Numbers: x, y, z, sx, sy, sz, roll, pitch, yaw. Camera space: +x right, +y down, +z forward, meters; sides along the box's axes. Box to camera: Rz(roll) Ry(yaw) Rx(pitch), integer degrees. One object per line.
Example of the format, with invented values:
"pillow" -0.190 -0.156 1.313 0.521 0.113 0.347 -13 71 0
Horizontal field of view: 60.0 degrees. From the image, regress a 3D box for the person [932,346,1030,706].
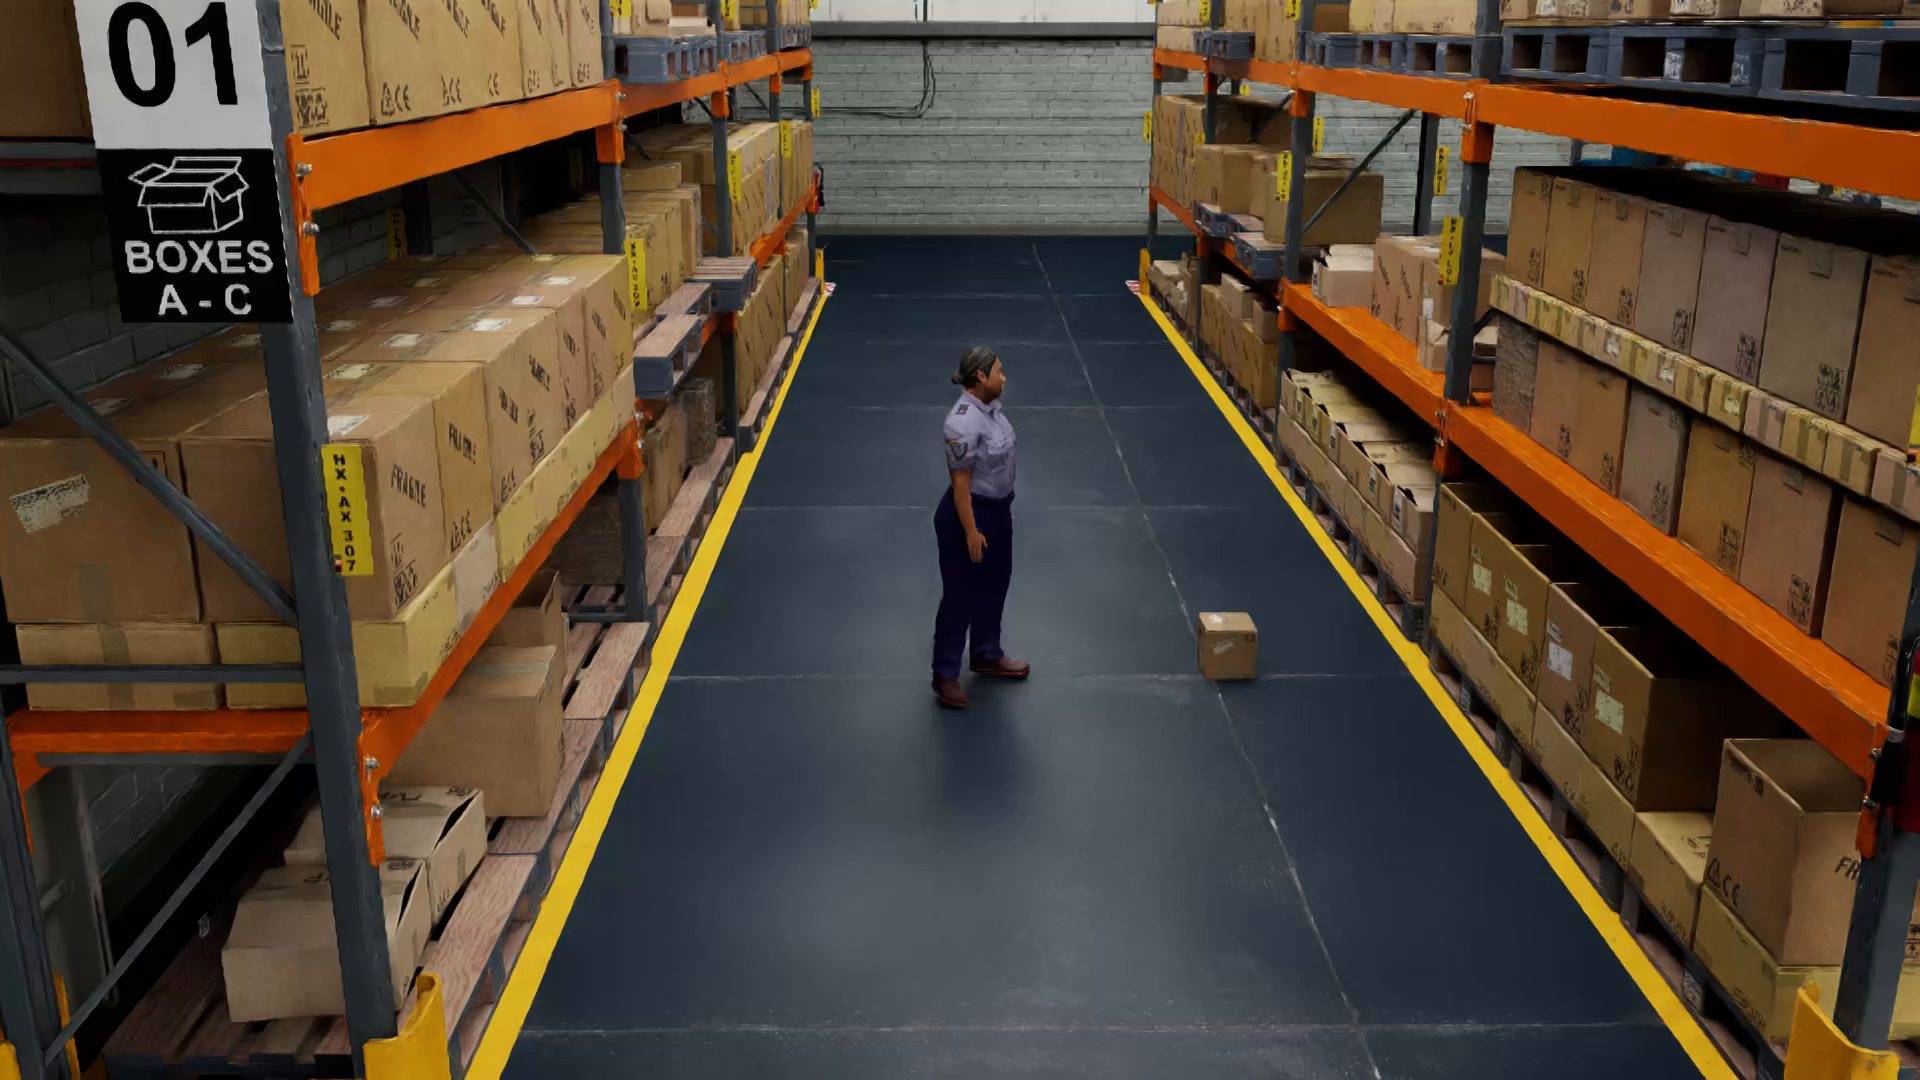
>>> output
"person" 0.083 -0.083 7.780 0.374 1.641 0.602 7 18 21
